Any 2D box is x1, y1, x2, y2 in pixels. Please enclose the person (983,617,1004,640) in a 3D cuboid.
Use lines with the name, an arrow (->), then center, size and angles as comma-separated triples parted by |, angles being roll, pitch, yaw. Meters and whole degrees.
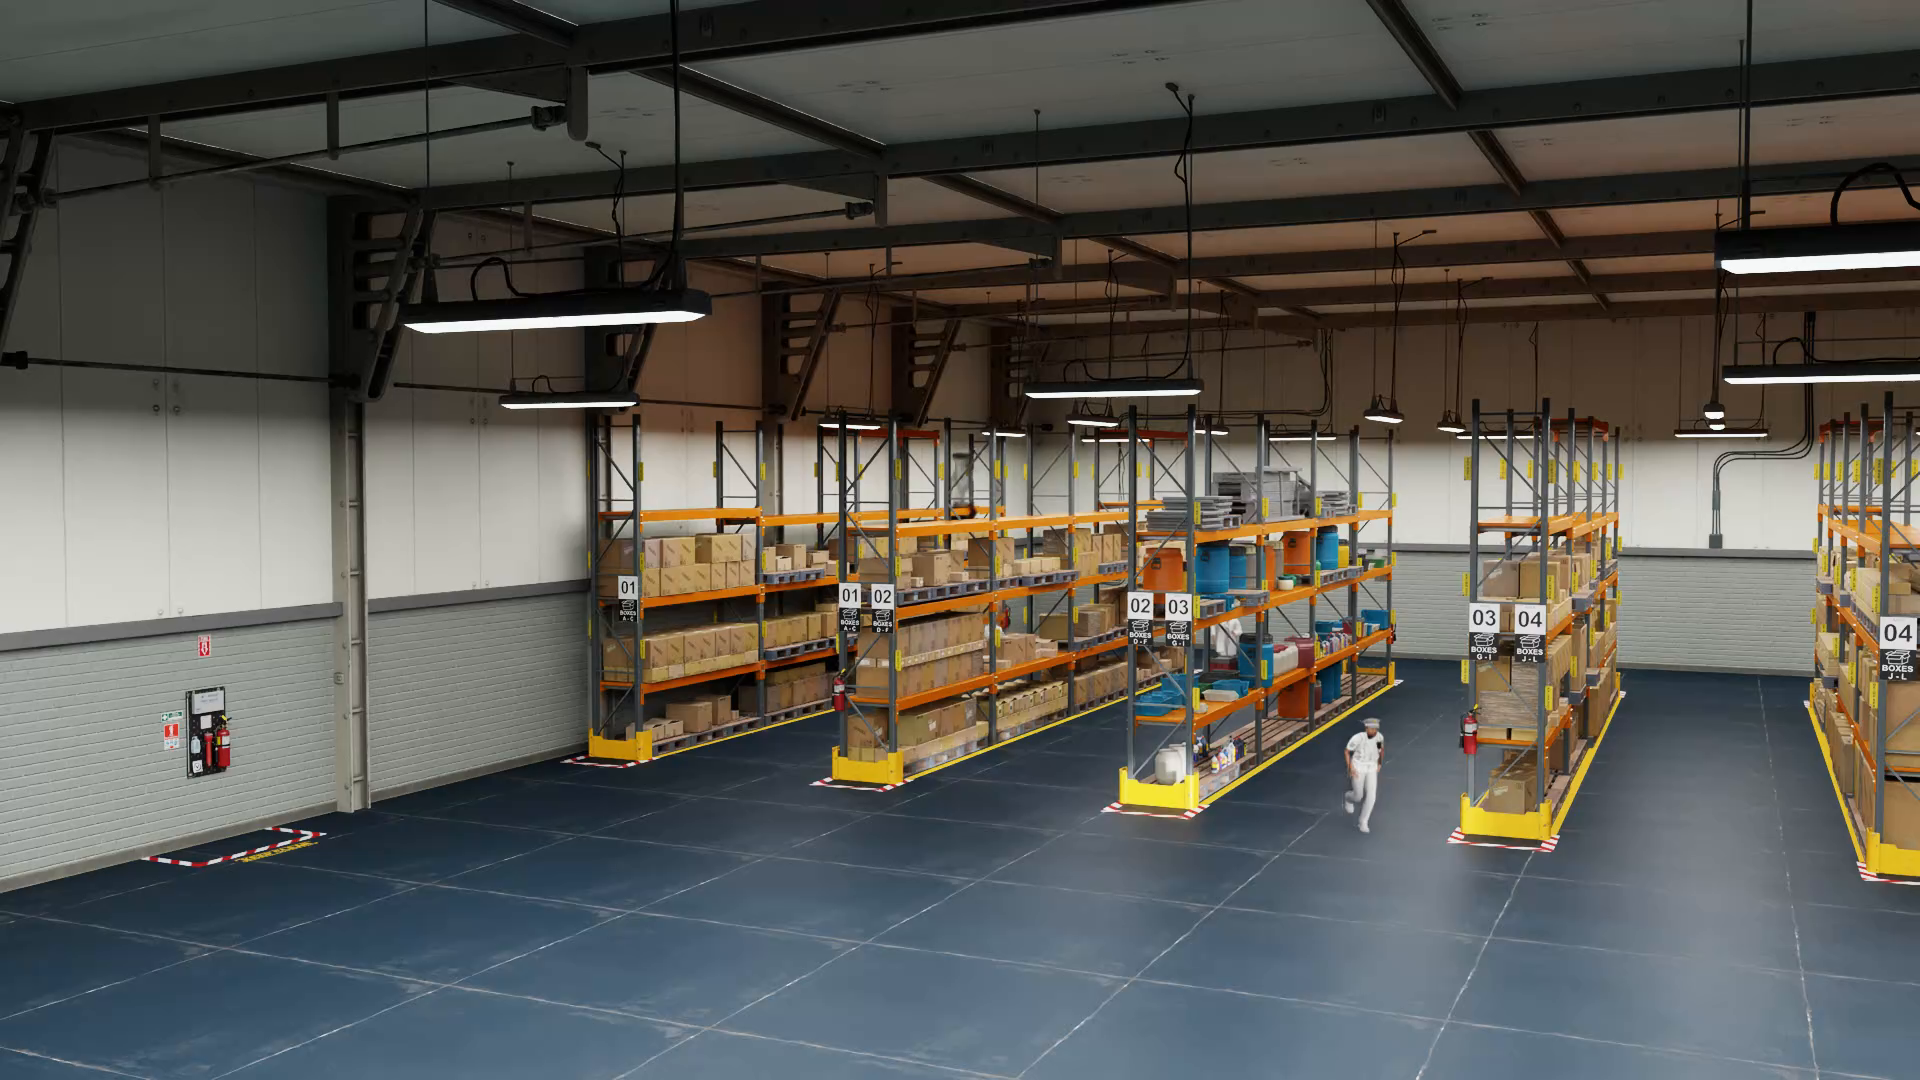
person -> 0.737, 2.583, 38.877 | 0.586, 1.634, 0.576 | 1, 3, 21

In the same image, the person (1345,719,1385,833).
person -> 5.657, 3.264, 23.370 | 0.574, 1.629, 0.855 | -1, 2, -15

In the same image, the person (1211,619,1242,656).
person -> 6.291, 2.489, 39.319 | 0.711, 1.810, 1.034 | 0, 2, 6
